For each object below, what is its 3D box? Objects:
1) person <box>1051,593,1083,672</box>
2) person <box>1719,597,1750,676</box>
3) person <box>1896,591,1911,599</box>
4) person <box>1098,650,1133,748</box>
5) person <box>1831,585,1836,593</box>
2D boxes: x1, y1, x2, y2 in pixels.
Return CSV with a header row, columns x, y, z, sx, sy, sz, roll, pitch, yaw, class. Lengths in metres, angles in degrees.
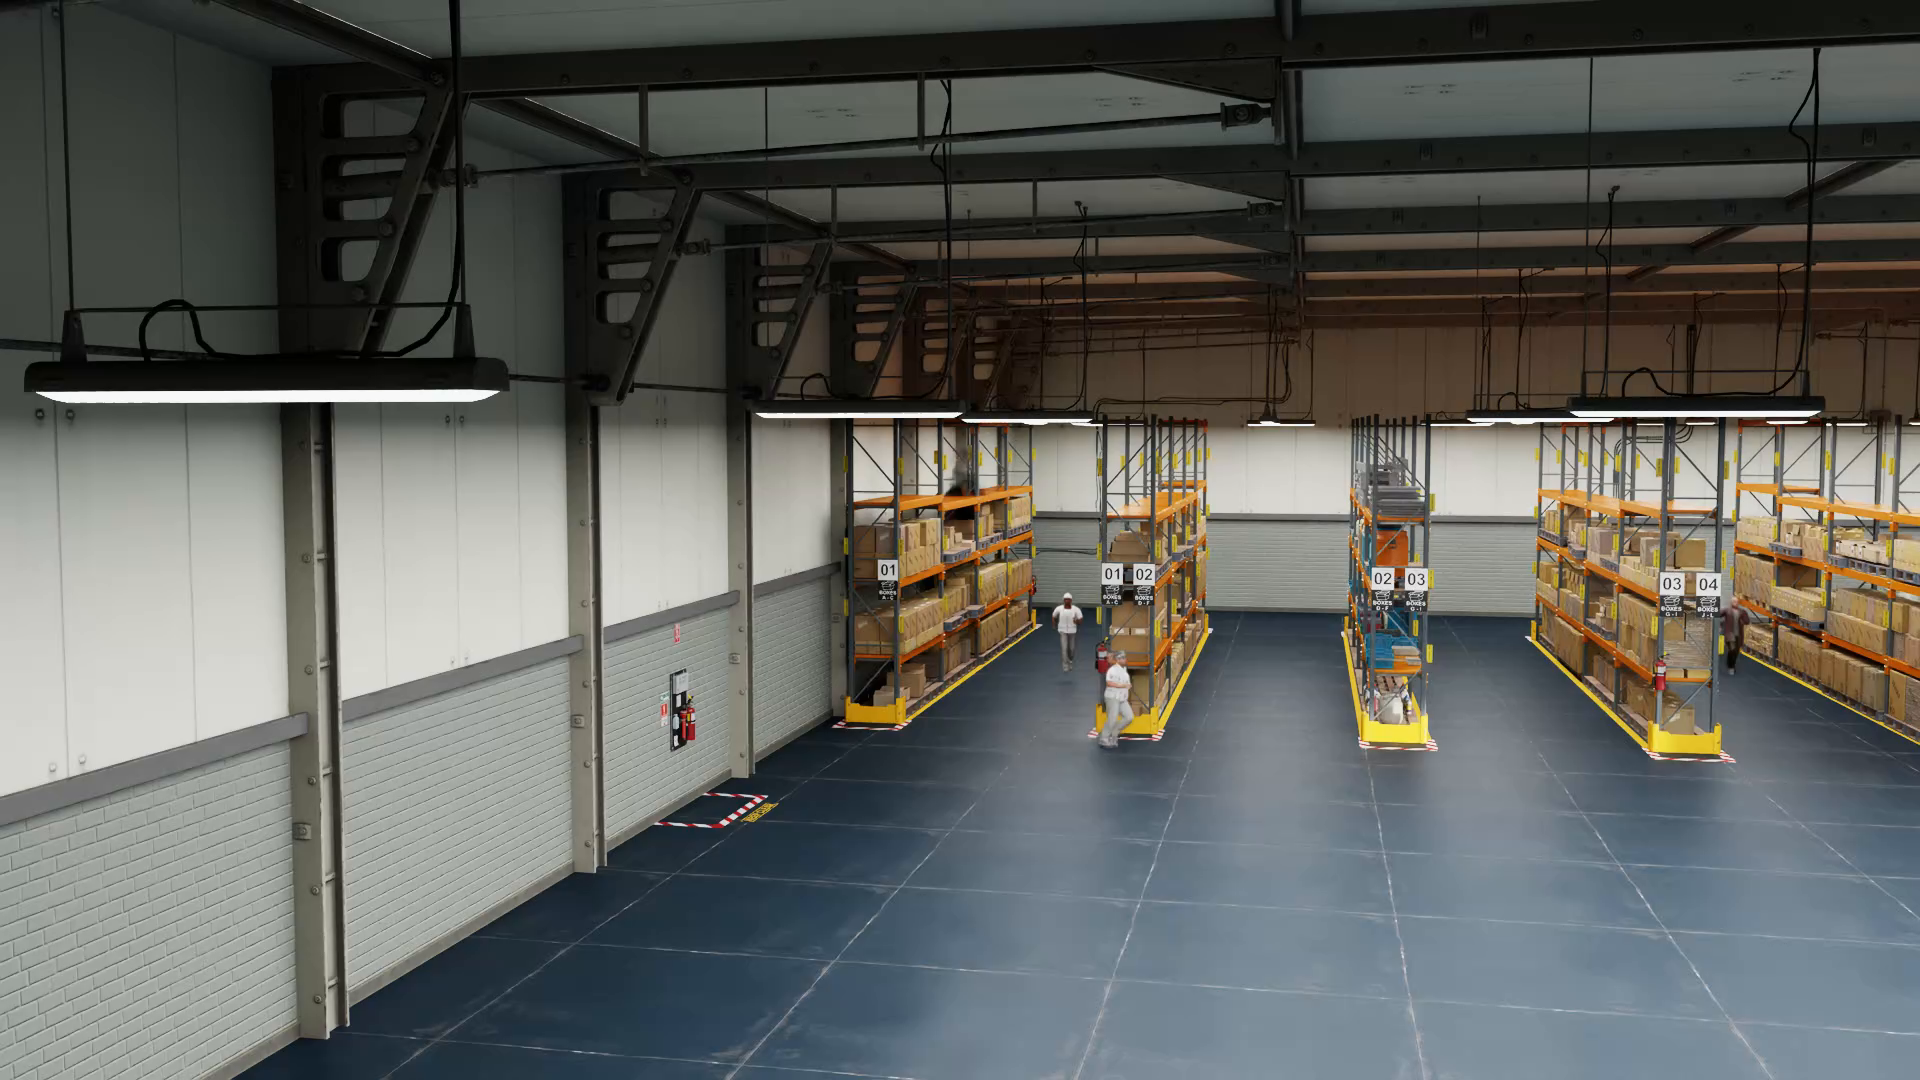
x,y,z,sx,sy,sz,roll,pitch,yaw,class
2.418,2.090,37.443,0.712,1.776,0.877,0,4,1,person
18.076,2.254,38.859,0.675,1.846,0.829,0,4,2,person
25.189,1.906,44.537,0.575,1.705,0.758,1,4,16,person
2.891,2.866,29.952,0.675,1.782,0.665,3,5,41,person
22.582,2.014,43.046,0.635,1.682,0.659,0,4,-5,person
